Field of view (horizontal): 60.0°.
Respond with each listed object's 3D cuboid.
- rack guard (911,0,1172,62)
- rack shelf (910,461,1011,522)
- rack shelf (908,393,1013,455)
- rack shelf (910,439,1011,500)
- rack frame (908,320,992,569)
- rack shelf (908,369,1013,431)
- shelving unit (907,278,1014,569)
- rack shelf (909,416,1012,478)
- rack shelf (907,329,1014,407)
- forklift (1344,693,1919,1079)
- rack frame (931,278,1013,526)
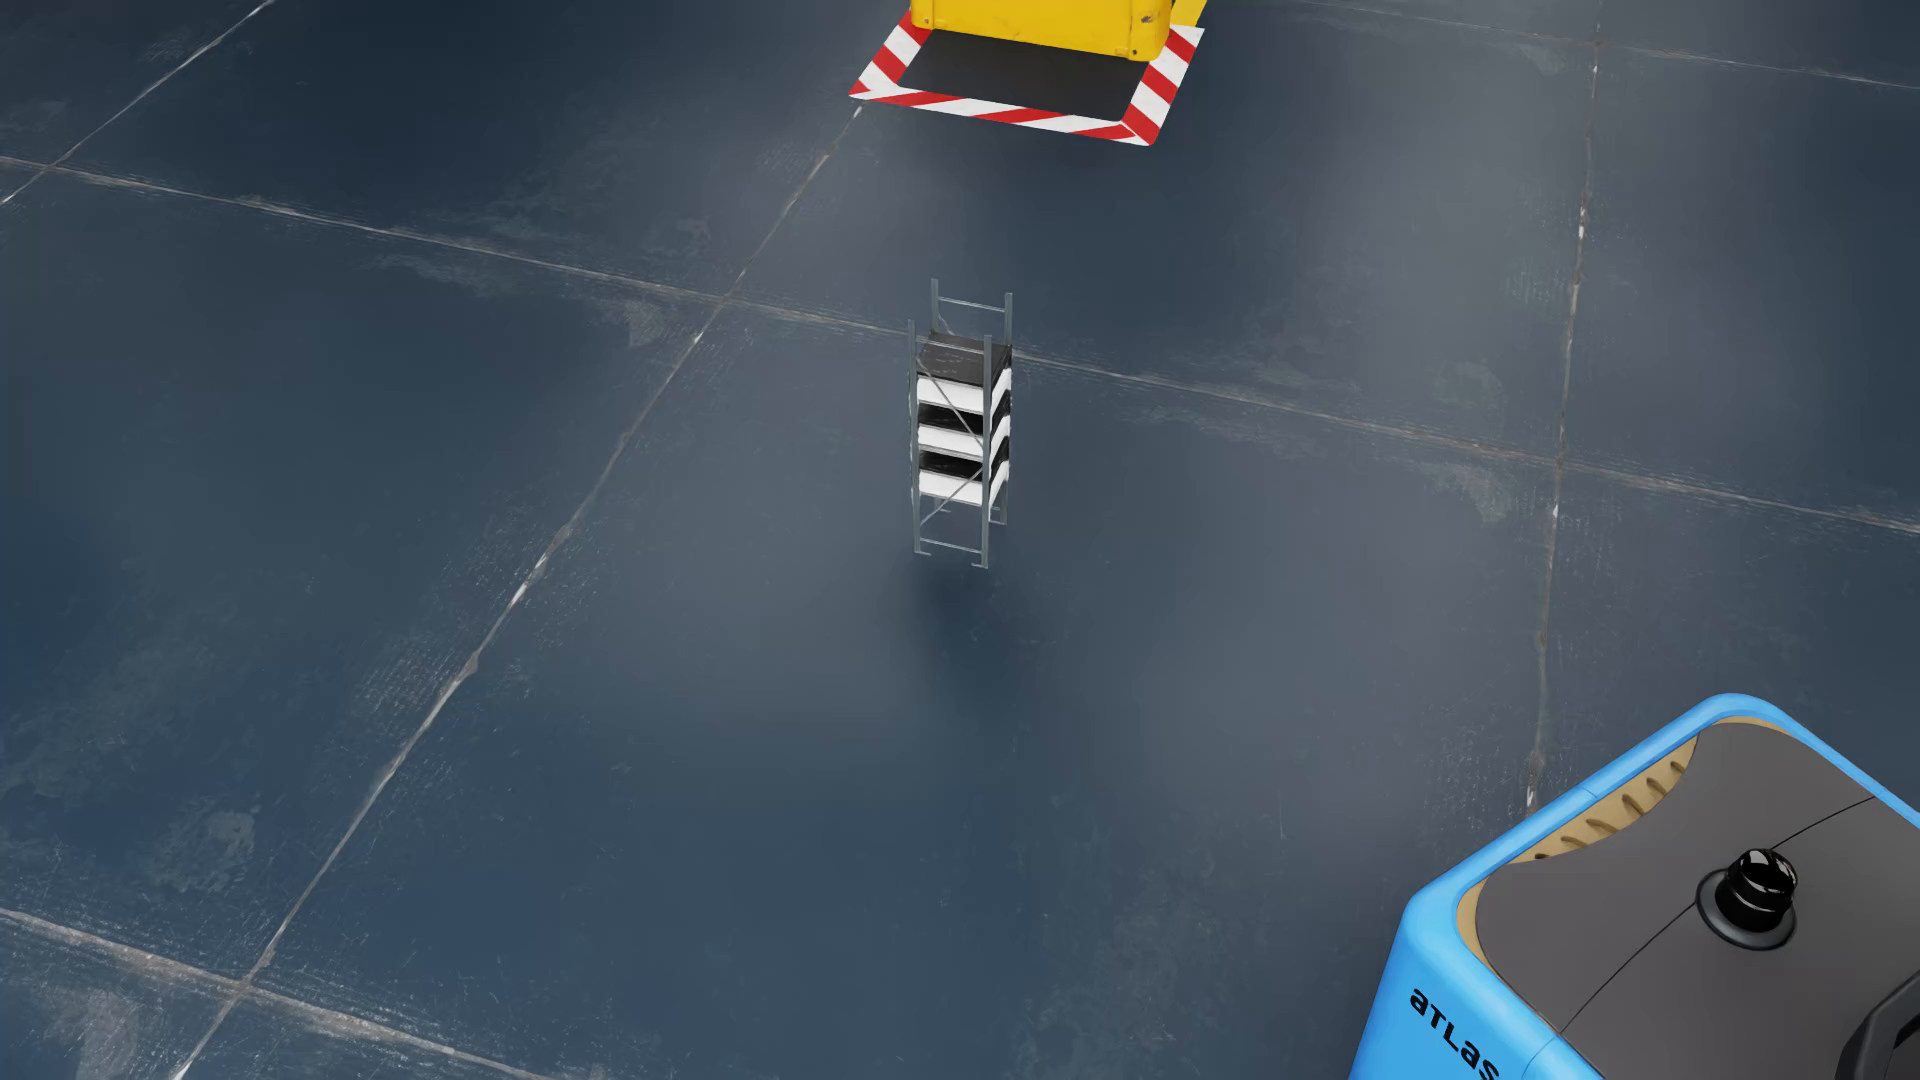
[{"bbox_3d":[0.365,-2.543,7.492,1.175,0.500,0.348,13,46,13],"label":"rack guard"},{"bbox_3d":[0.002,-0.175,5.090,0.258,0.077,0.200,13,46,12],"label":"rack shelf"},{"bbox_3d":[0.002,-0.368,4.901,0.258,0.077,0.200,13,46,12],"label":"rack shelf"},{"bbox_3d":[0.002,-0.239,5.027,0.258,0.077,0.200,13,46,12],"label":"rack shelf"},{"bbox_3d":[-0.028,-0.259,4.872,0.240,0.900,0.006,13,46,12],"label":"rack frame"},{"bbox_3d":[0.002,-0.432,4.838,0.258,0.077,0.200,13,46,12],"label":"rack shelf"},{"bbox_3d":[0.002,-0.327,4.941,0.258,0.900,0.210,13,46,12],"label":"shelving unit"},{"bbox_3d":[0.002,-0.303,4.964,0.258,0.077,0.200,13,46,12],"label":"rack shelf"},{"bbox_3d":[0.002,-0.496,4.775,0.258,0.077,0.200,13,46,12],"label":"rack shelf"},{"bbox_3d":[2.040,1.053,2.078,1.130,2.935,3.031,-25,50,-24],"label":"forklift"},{"bbox_3d":[0.033,-0.395,5.010,0.240,0.900,0.006,13,46,12],"label":"rack frame"}]
